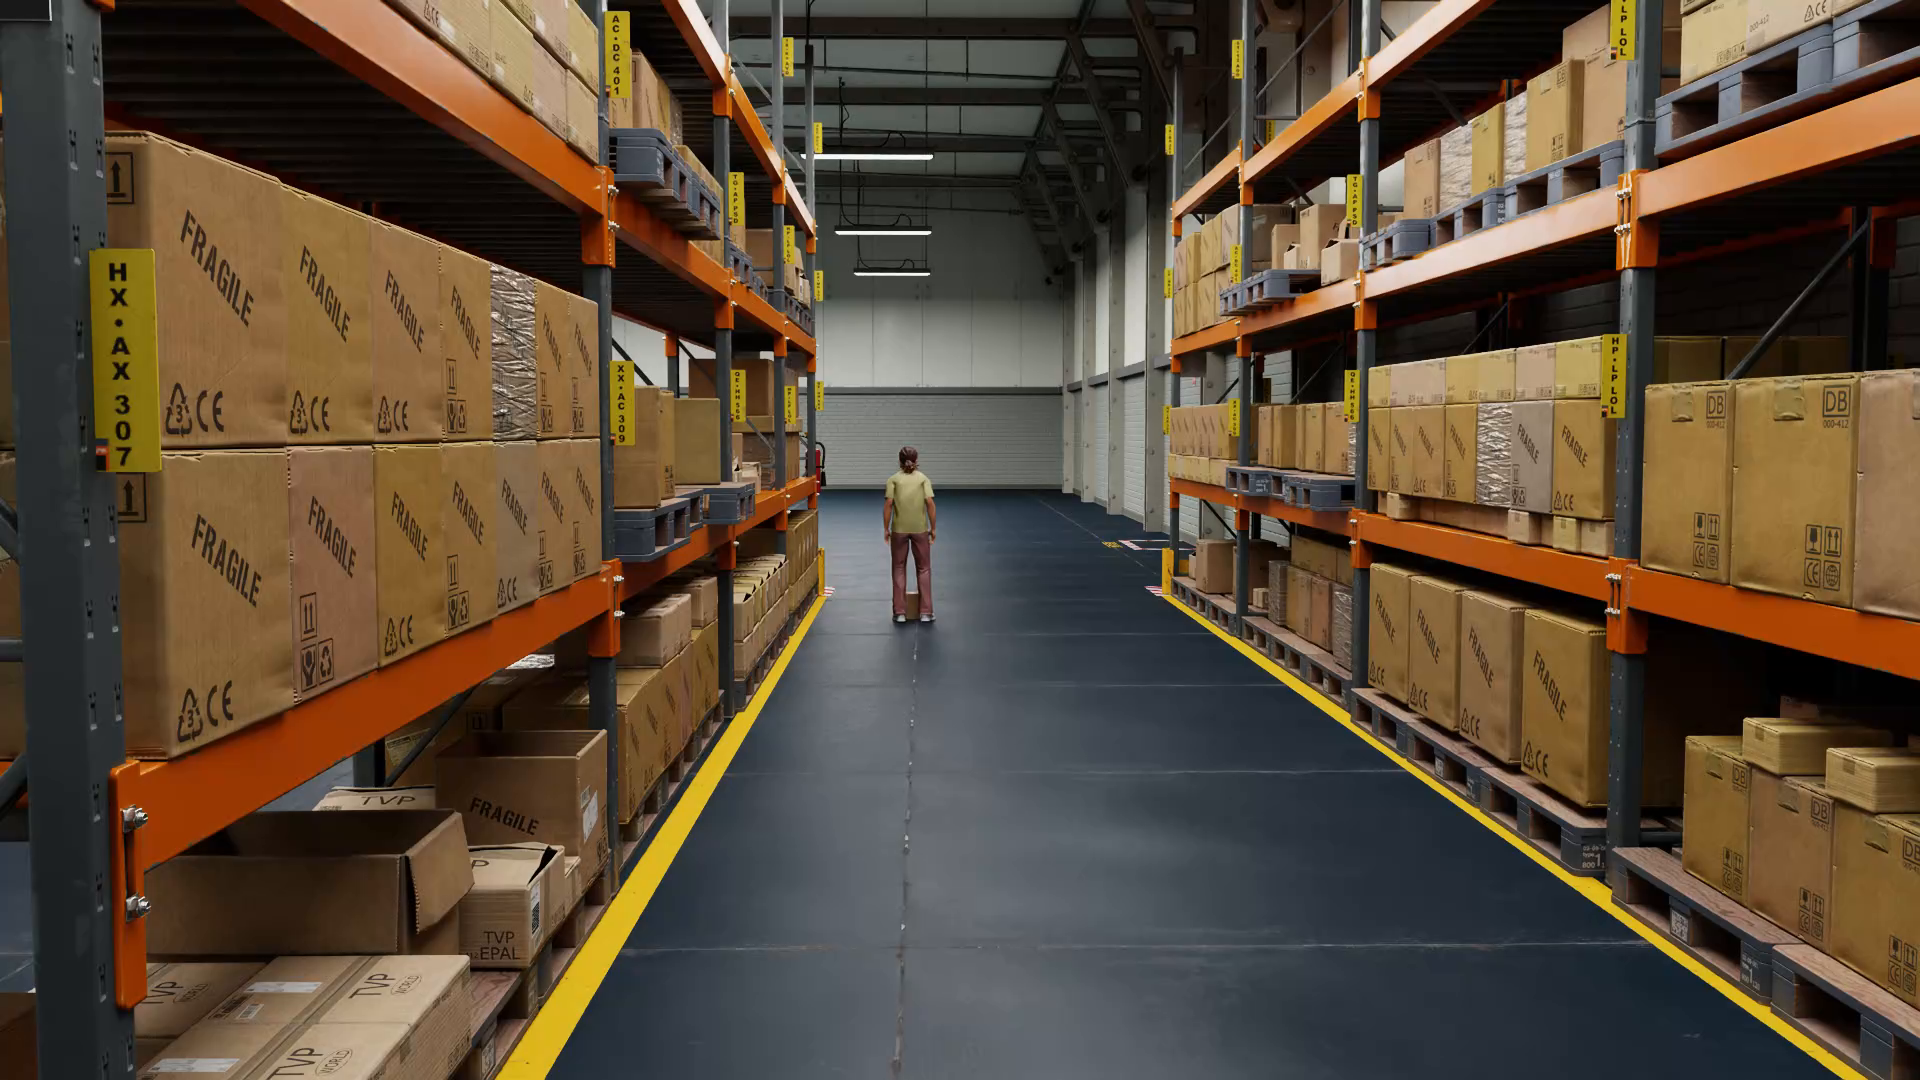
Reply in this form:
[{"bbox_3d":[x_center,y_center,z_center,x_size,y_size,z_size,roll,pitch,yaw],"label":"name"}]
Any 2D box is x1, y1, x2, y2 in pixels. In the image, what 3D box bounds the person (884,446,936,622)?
[{"bbox_3d":[-0.478,0.058,15.856,0.499,1.438,0.360,0,4,-2],"label":"person"}]
